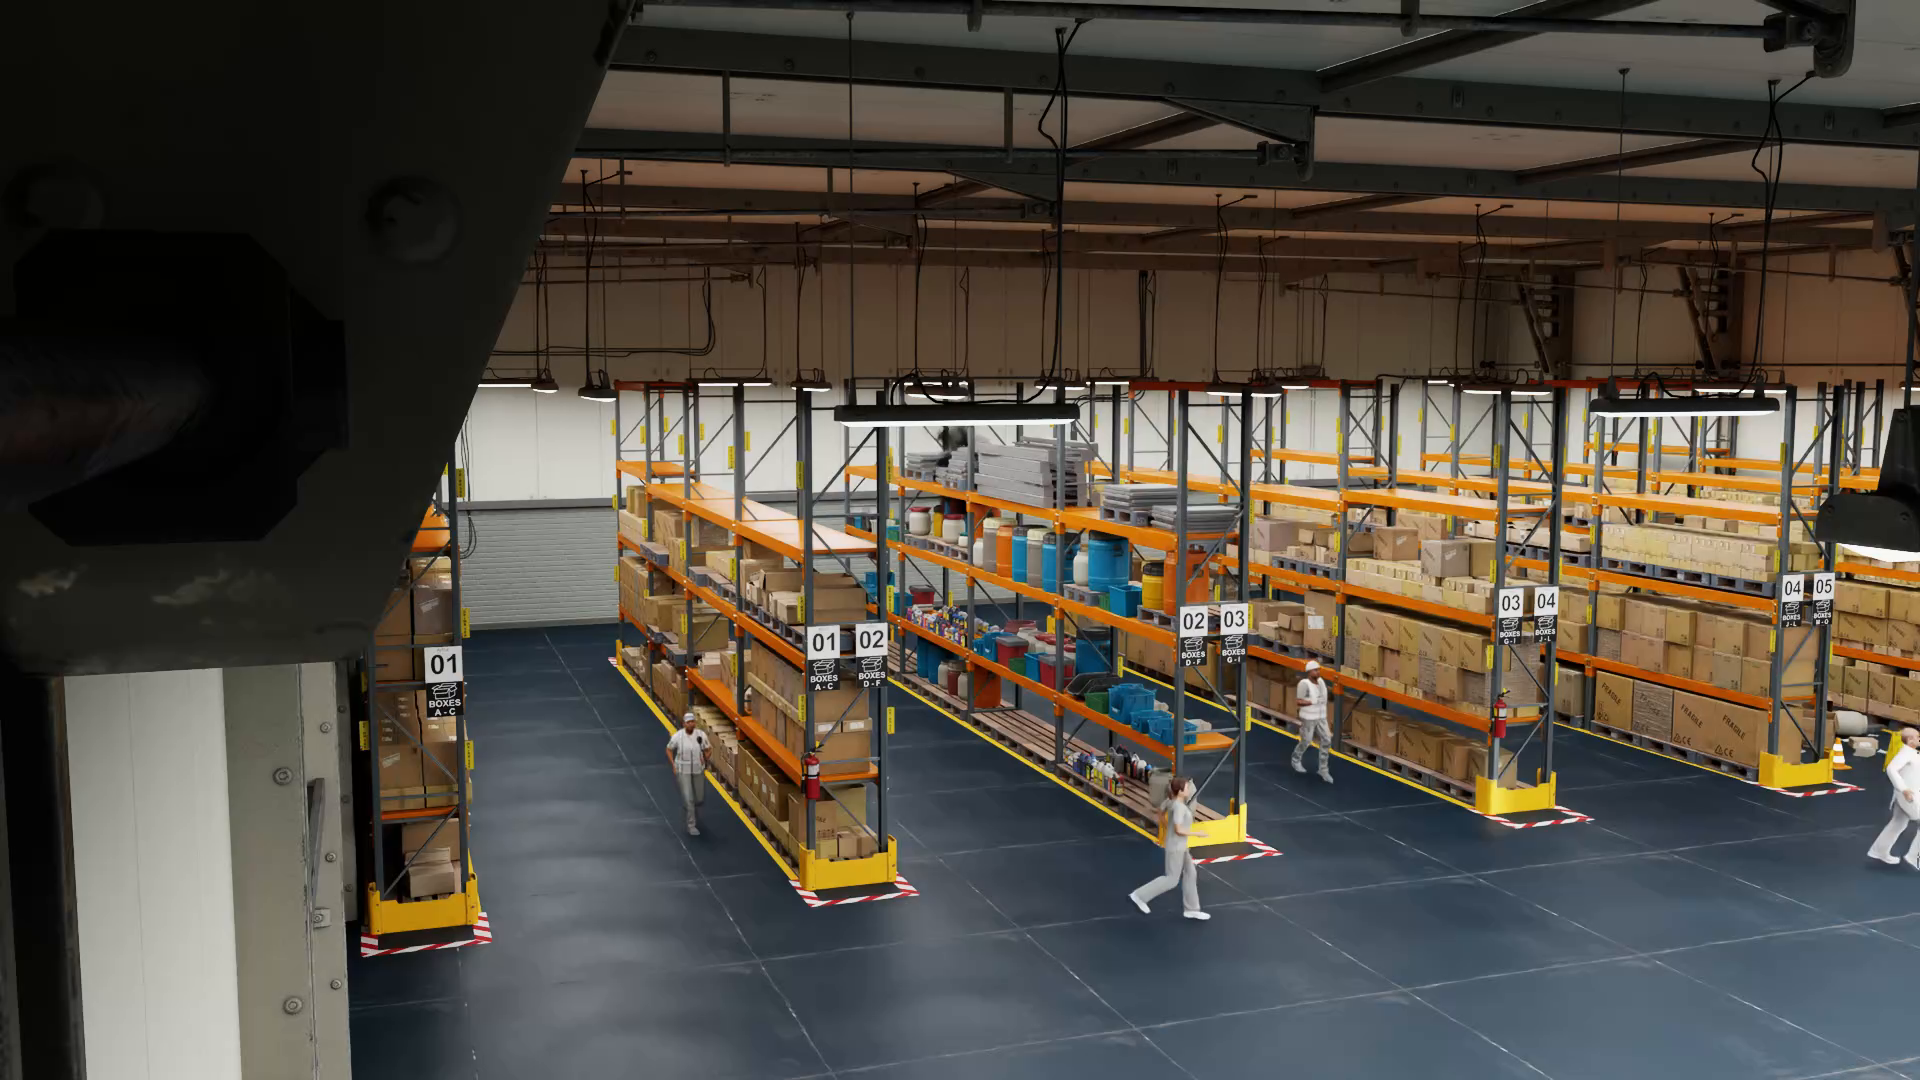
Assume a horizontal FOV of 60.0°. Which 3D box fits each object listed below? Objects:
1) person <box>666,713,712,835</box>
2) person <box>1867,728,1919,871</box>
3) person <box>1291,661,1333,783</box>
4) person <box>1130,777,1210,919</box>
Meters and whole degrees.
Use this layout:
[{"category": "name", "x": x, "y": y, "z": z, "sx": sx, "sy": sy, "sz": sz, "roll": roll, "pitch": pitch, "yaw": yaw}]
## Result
[{"category": "person", "x": -3.671, "y": 3.136, "z": 22.571, "sx": 0.609, "sy": 1.630, "sz": 0.711, "roll": -2, "pitch": 6, "yaw": -20}, {"category": "person", "x": 11.859, "y": 3.254, "z": 20.793, "sx": 0.823, "sy": 1.834, "sz": 0.674, "roll": 2, "pitch": 6, "yaw": 19}, {"category": "person", "x": 5.378, "y": 2.750, "z": 25.409, "sx": 0.664, "sy": 1.835, "sz": 0.775, "roll": -3, "pitch": 7, "yaw": -29}, {"category": "person", "x": 2.396, "y": 3.557, "z": 18.915, "sx": 0.926, "sy": 1.556, "sz": 0.550, "roll": 0, "pitch": 6, "yaw": 0}]
